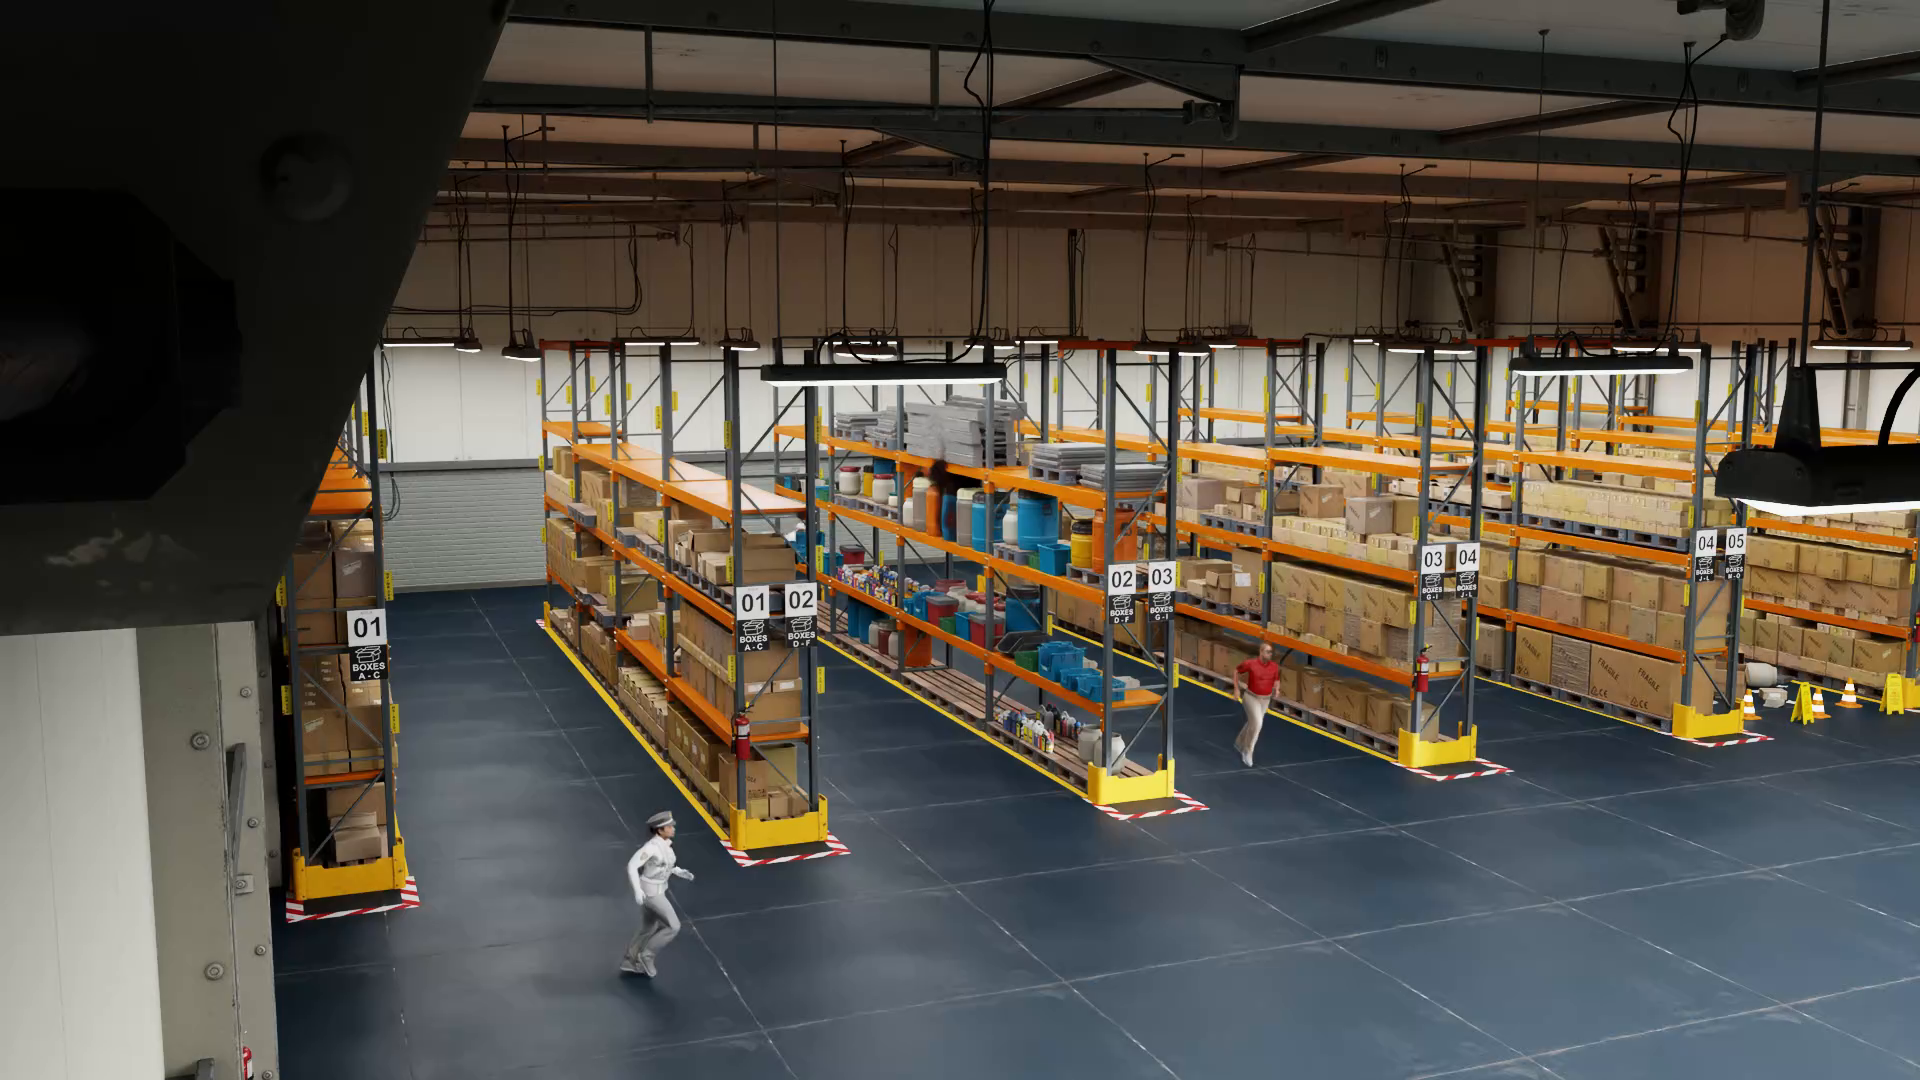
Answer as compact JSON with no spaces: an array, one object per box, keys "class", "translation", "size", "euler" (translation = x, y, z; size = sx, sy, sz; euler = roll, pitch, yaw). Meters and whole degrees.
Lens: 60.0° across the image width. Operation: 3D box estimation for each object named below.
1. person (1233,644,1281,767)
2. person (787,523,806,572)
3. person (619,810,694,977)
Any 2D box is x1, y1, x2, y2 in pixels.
[{"class":"person","translation":[4.288,2.348,24.144],"size":[0.732,1.712,0.845],"euler":[-3,8,-25]},{"class":"person","translation":[-4.028,0.350,40.036],"size":[0.827,1.575,0.738],"euler":[2,8,14]},{"class":"person","translation":[-2.954,3.435,16.137],"size":[0.730,1.659,0.604],"euler":[0,7,3]}]
